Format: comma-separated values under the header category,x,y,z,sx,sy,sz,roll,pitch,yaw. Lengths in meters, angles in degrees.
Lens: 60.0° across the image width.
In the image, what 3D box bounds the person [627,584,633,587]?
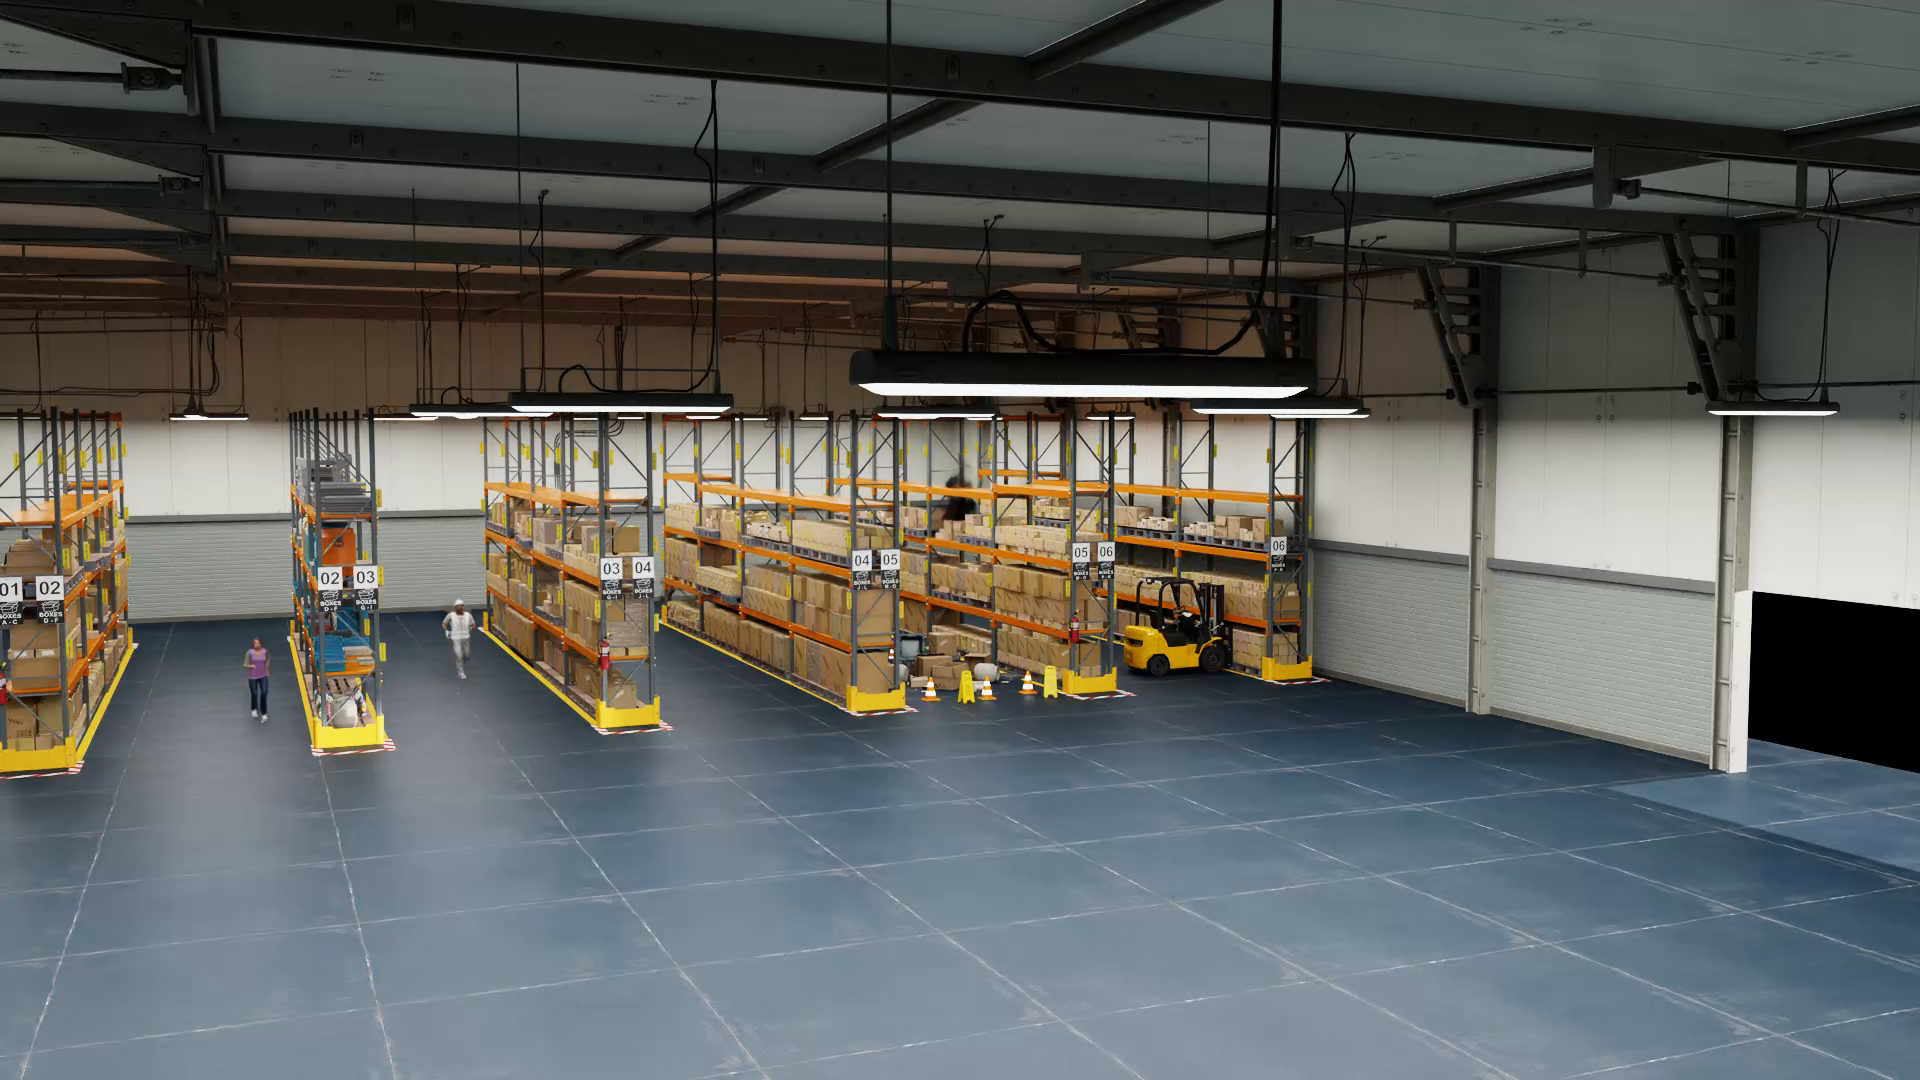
category,x,y,z,sx,sy,sz,roll,pitch,yaw
person,-9.451,1.578,46.883,0.762,1.710,0.611,-1,4,-15

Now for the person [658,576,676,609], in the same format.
category,x,y,z,sx,sy,sz,roll,pitch,yaw
person,-8.561,1.472,49.131,0.683,1.673,0.776,-3,5,-35

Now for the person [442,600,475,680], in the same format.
category,x,y,z,sx,sy,sz,roll,pitch,yaw
person,-11.217,2.222,37.310,0.696,1.763,0.941,-2,5,-32

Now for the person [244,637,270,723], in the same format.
category,x,y,z,sx,sy,sz,roll,pitch,yaw
person,-13.543,2.685,32.056,0.490,1.644,0.777,-2,5,-28
